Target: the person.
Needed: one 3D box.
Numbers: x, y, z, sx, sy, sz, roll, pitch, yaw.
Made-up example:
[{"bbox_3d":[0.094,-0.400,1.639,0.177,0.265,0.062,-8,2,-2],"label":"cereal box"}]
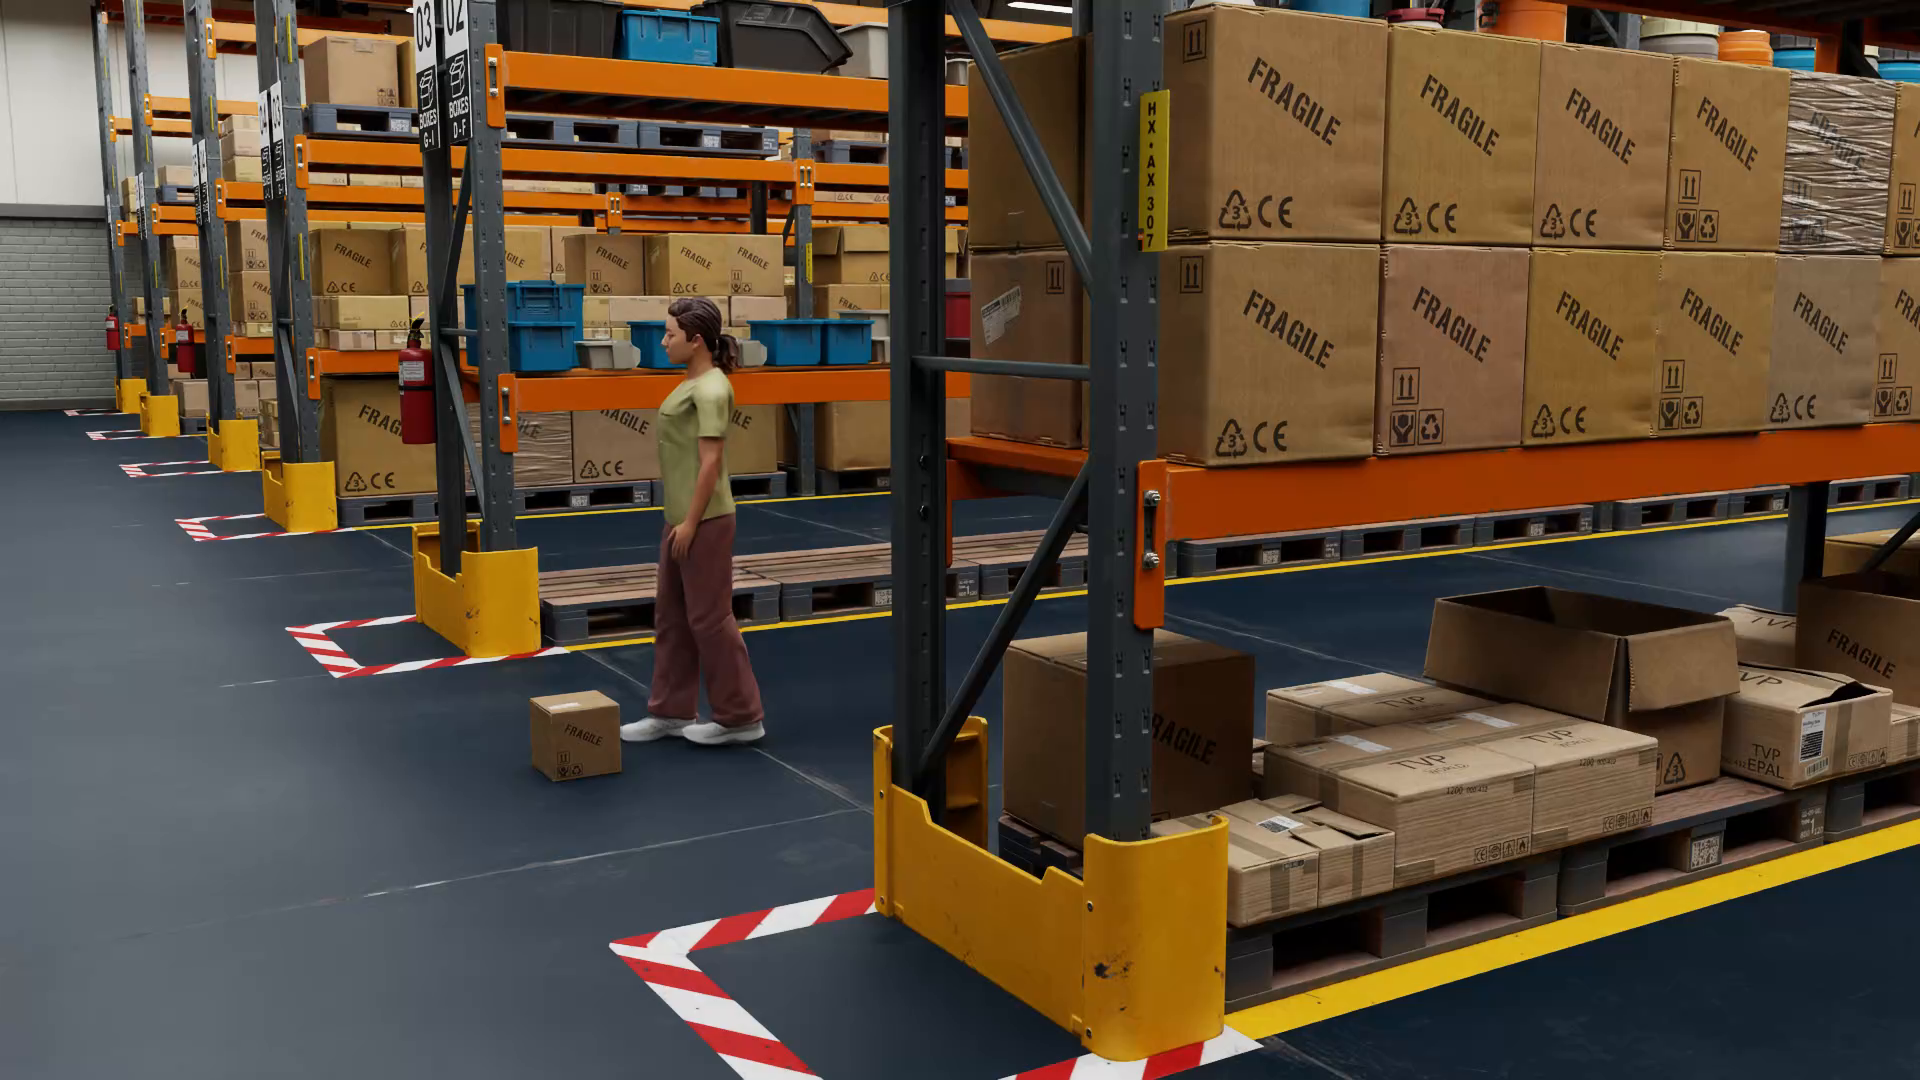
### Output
[{"bbox_3d":[-1.017,-0.057,6.183,0.539,1.681,0.465,-2,9,-15],"label":"person"}]
